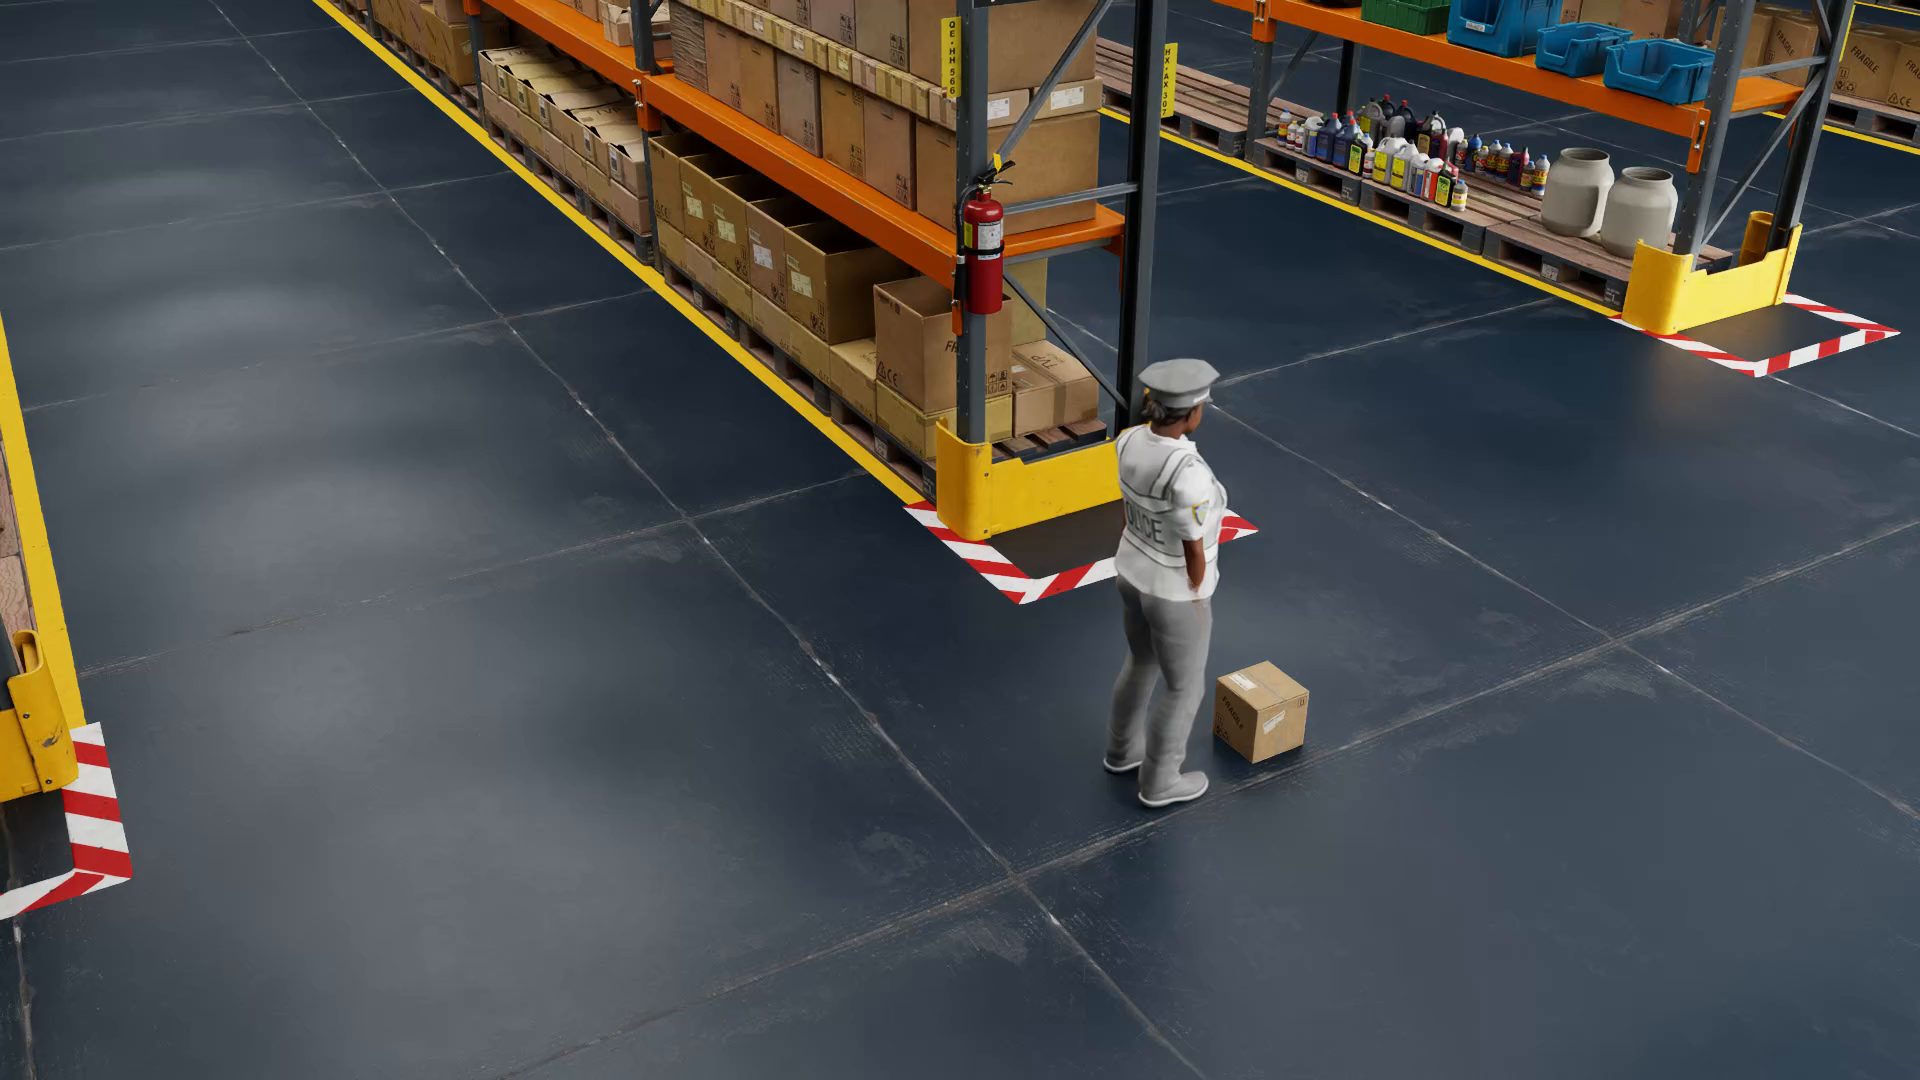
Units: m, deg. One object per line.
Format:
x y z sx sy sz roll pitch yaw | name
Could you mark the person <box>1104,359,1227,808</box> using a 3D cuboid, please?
0.719 0.160 5.851 0.340 1.658 0.438 -15 33 -25 | person
